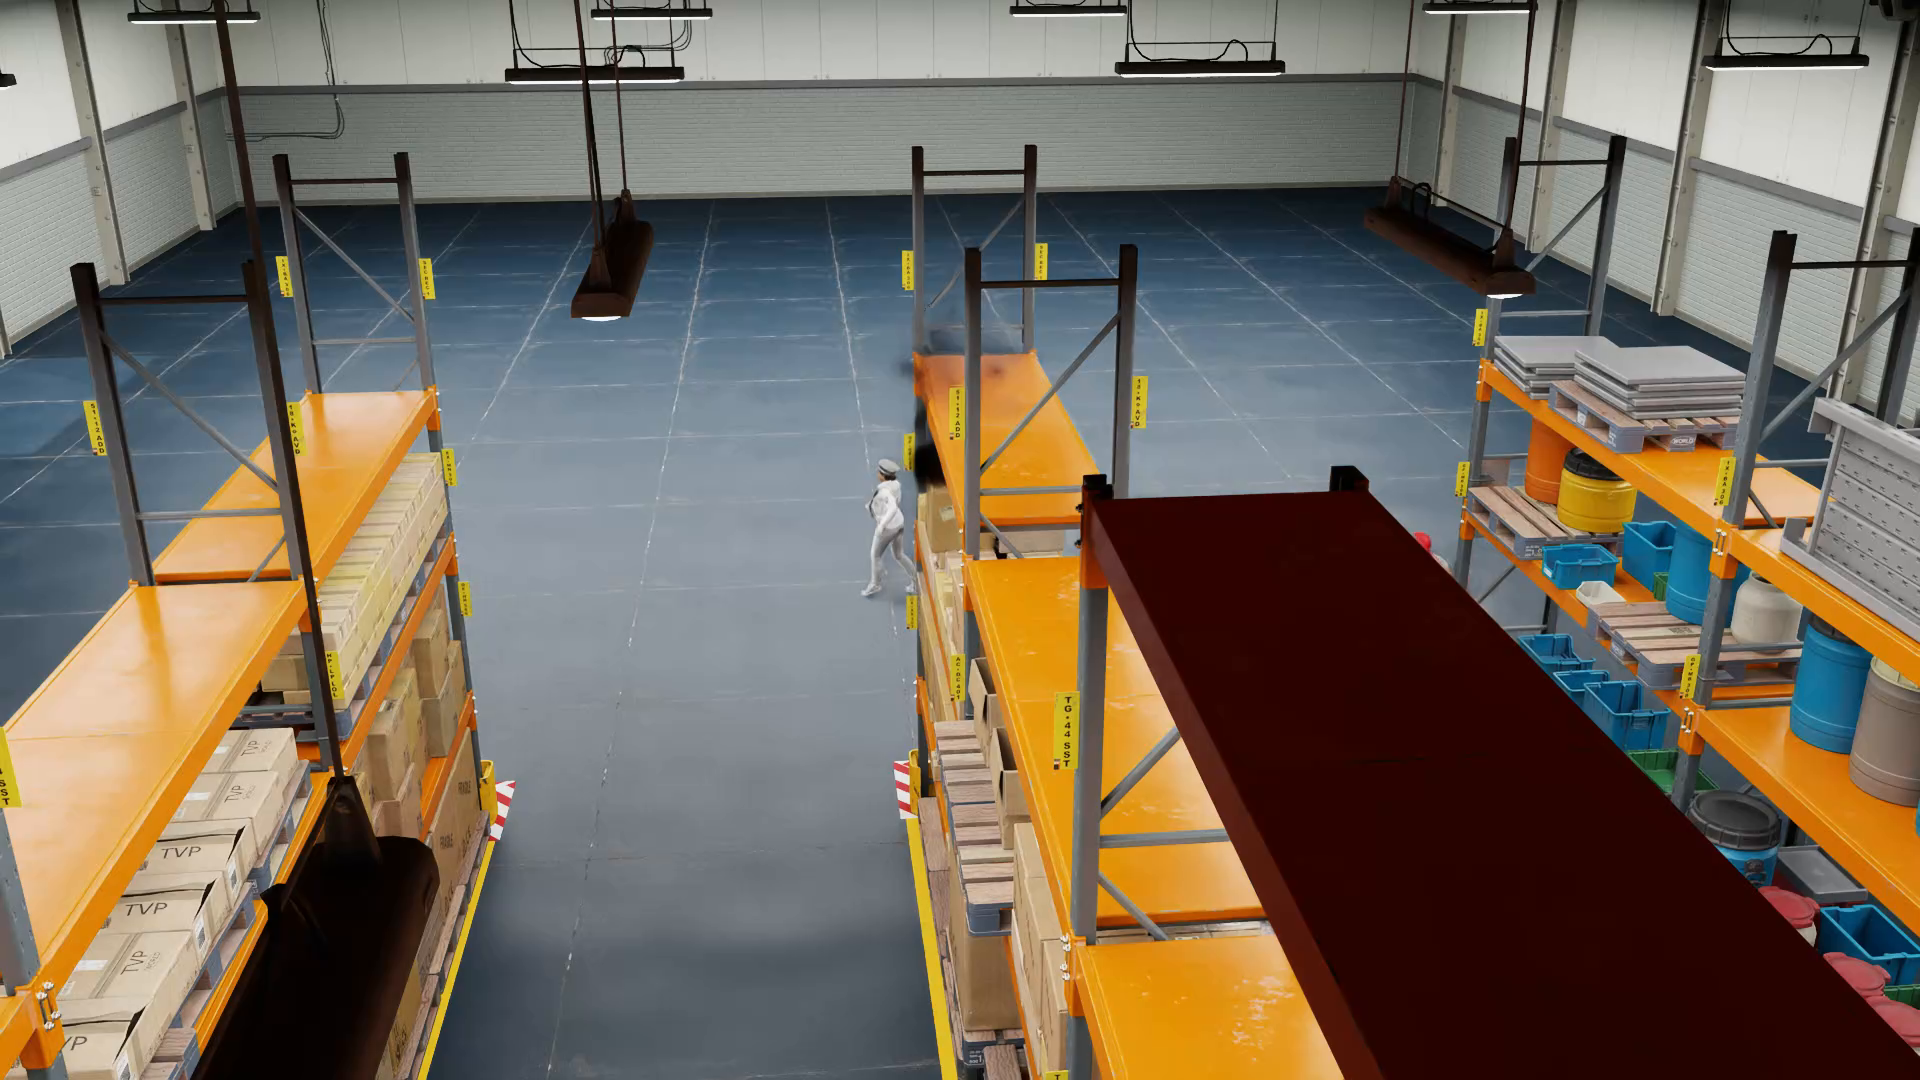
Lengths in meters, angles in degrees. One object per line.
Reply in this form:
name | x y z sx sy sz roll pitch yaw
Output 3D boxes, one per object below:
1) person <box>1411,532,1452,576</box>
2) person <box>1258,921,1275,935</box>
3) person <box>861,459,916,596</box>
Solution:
person | 4.745 0.767 17.274 0.725 1.816 0.663 11 24 25
person | 2.085 2.898 12.044 0.542 1.754 0.730 -5 22 -12
person | -0.810 -0.111 19.639 0.794 1.744 0.627 9 23 22
